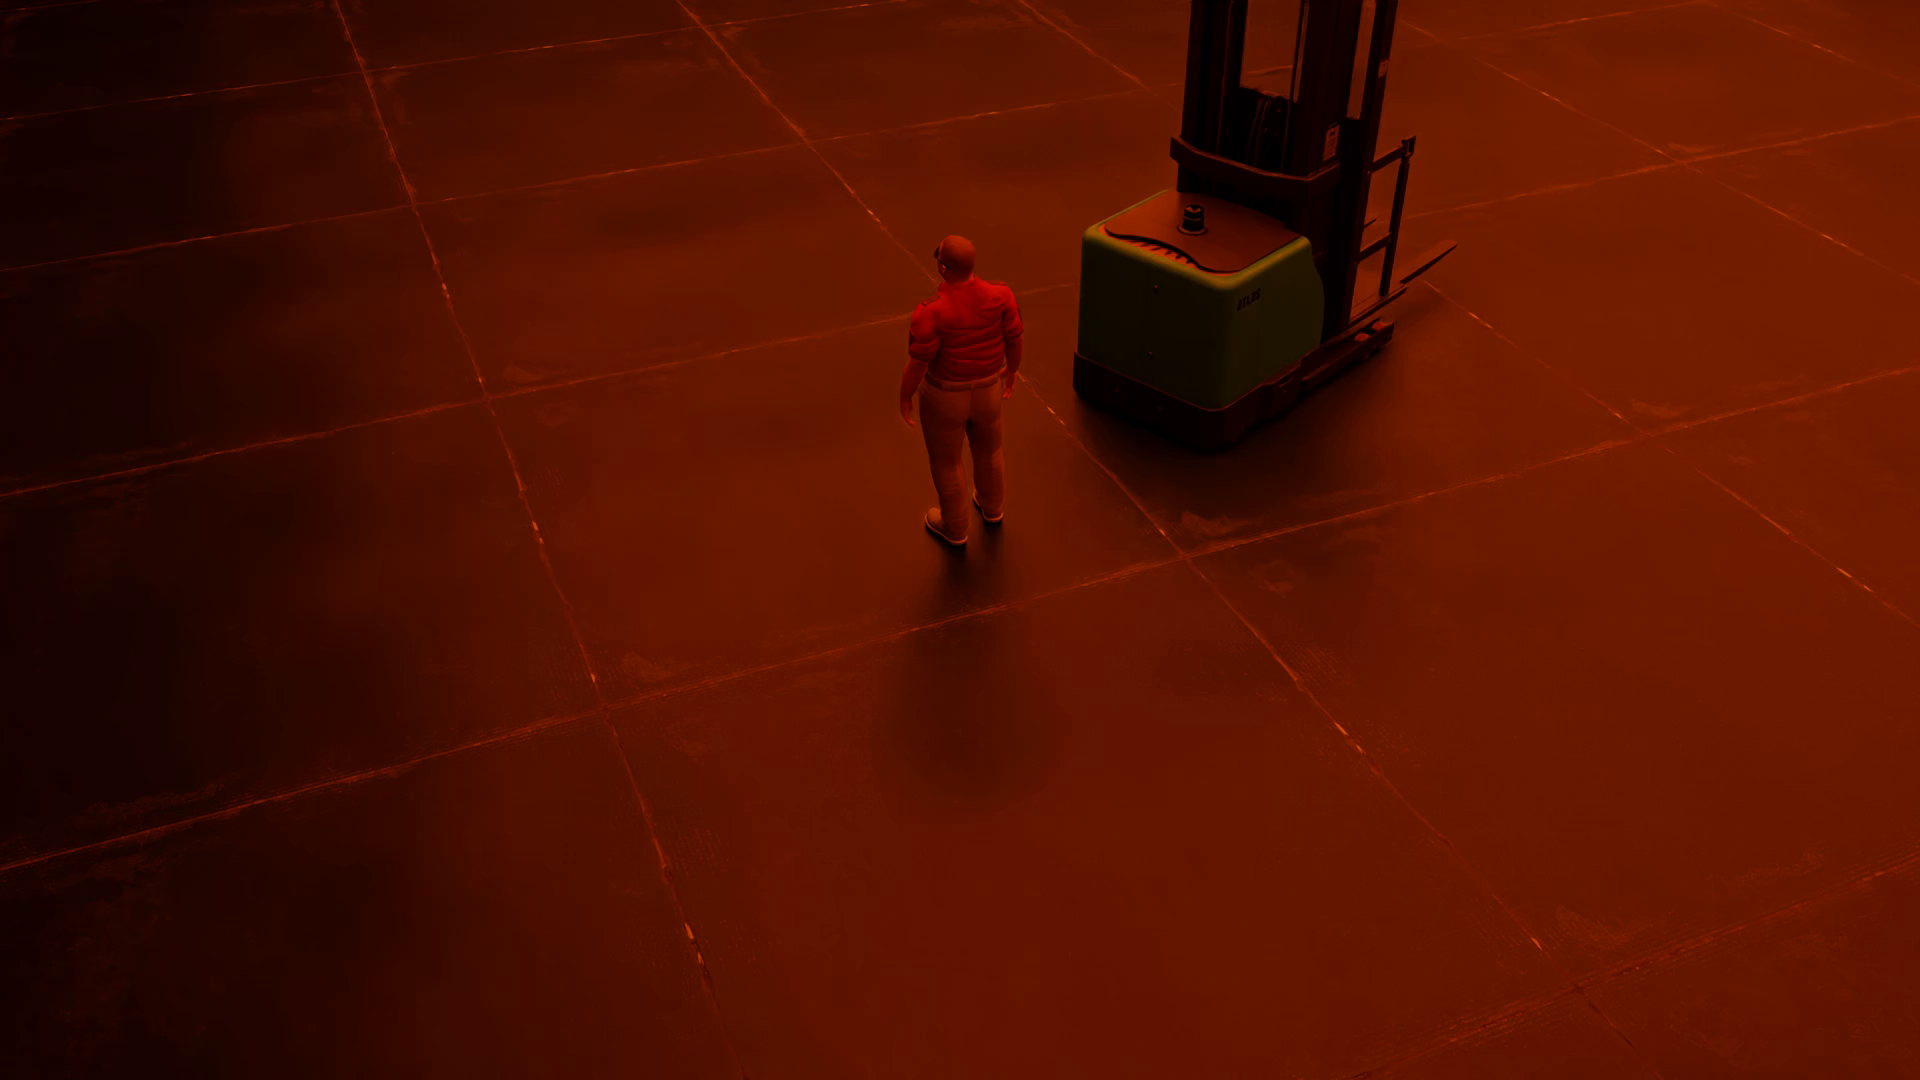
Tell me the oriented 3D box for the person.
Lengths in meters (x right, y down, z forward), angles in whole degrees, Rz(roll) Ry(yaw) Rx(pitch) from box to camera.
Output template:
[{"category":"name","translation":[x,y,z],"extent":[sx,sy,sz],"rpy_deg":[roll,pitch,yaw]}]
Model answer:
[{"category":"person","translation":[-0.025,-0.762,8.193],"extent":[0.641,1.728,0.550],"rpy_deg":[-14,38,-19]}]

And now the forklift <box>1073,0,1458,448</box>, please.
[{"category":"forklift","translation":[2.031,-2.474,9.577],"extent":[1.130,2.935,3.031],"rpy_deg":[28,44,33]}]
